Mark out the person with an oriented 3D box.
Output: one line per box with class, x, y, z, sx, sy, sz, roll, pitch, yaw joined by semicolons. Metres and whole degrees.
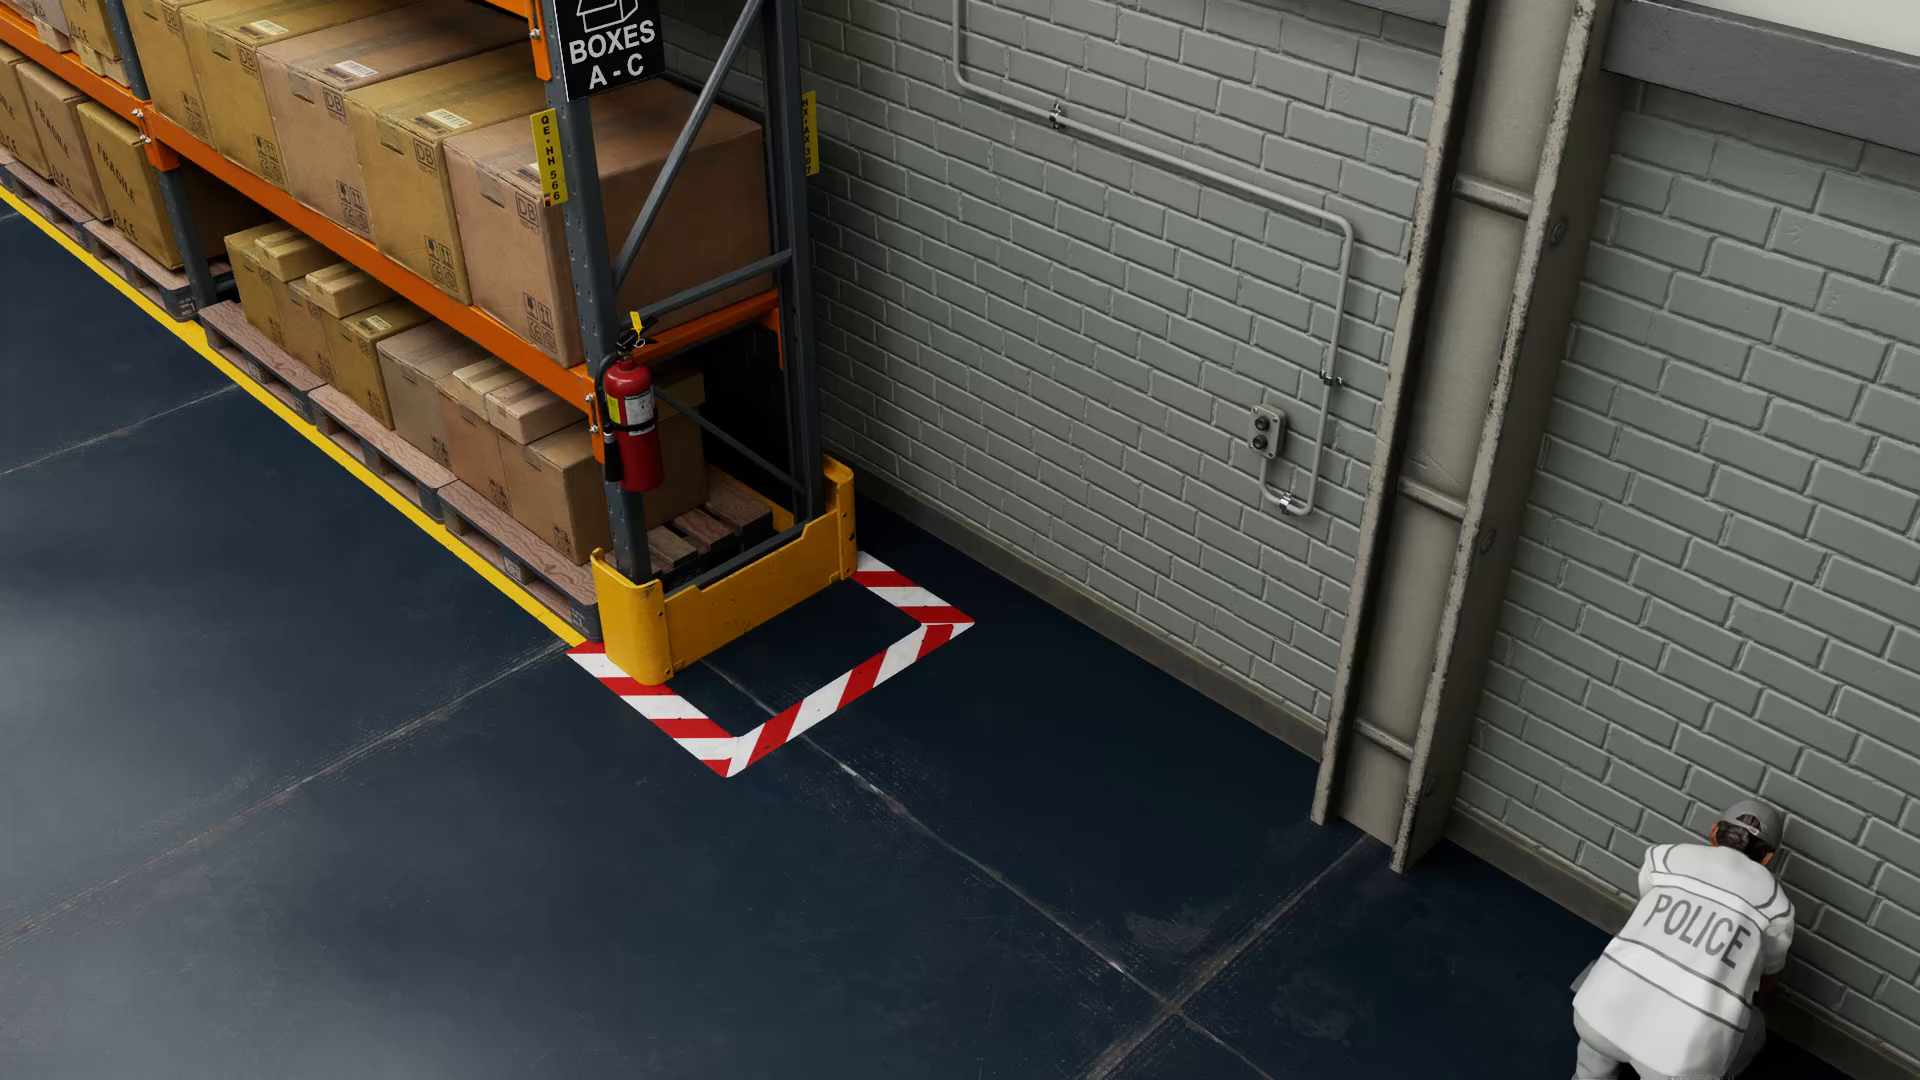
person;2.138;1.326;4.926;0.499;0.943;0.886;29;45;34
